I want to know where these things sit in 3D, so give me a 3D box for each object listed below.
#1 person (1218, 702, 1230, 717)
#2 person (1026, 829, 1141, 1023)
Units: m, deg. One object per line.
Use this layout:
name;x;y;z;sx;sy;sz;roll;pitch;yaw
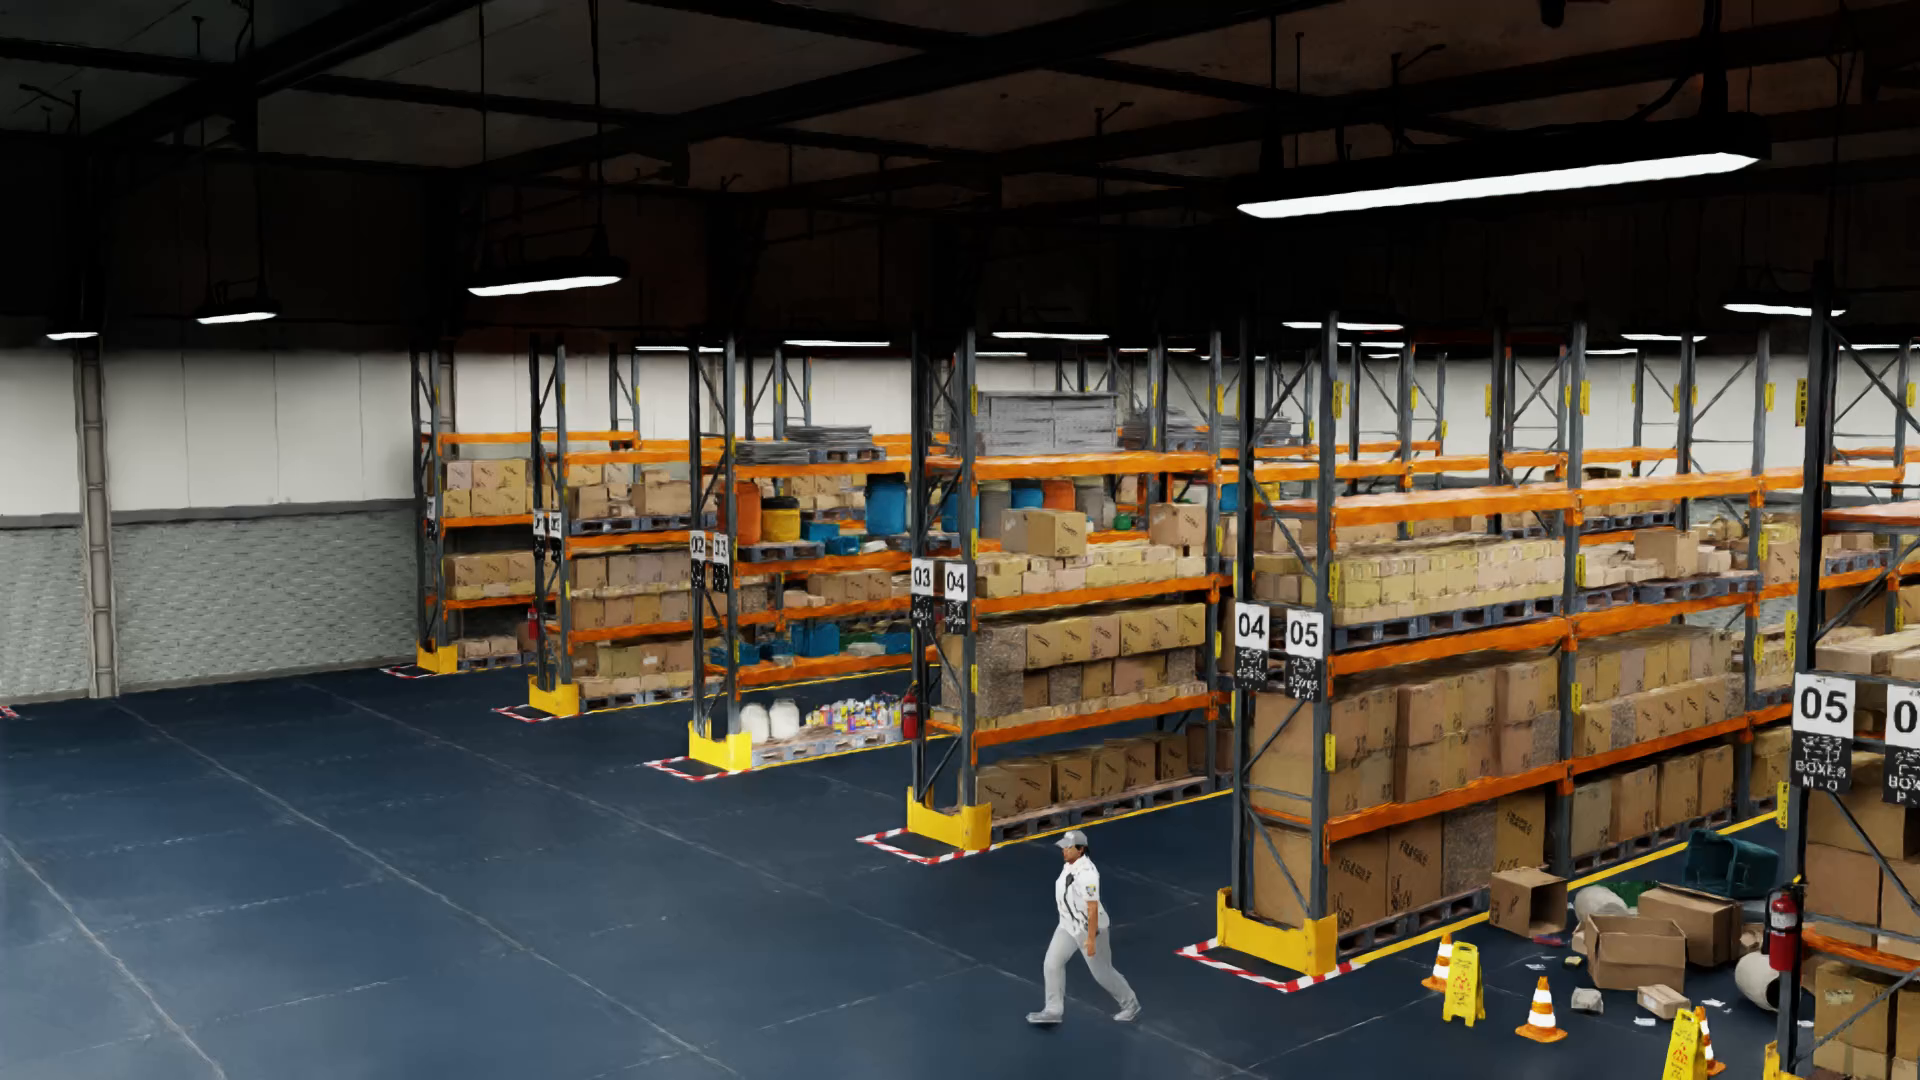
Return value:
person;4.071;2.053;24.921;0.501;1.633;0.634;-5;7;-42
person;1.029;3.117;13.398;0.916;1.609;0.502;-2;6;-23
